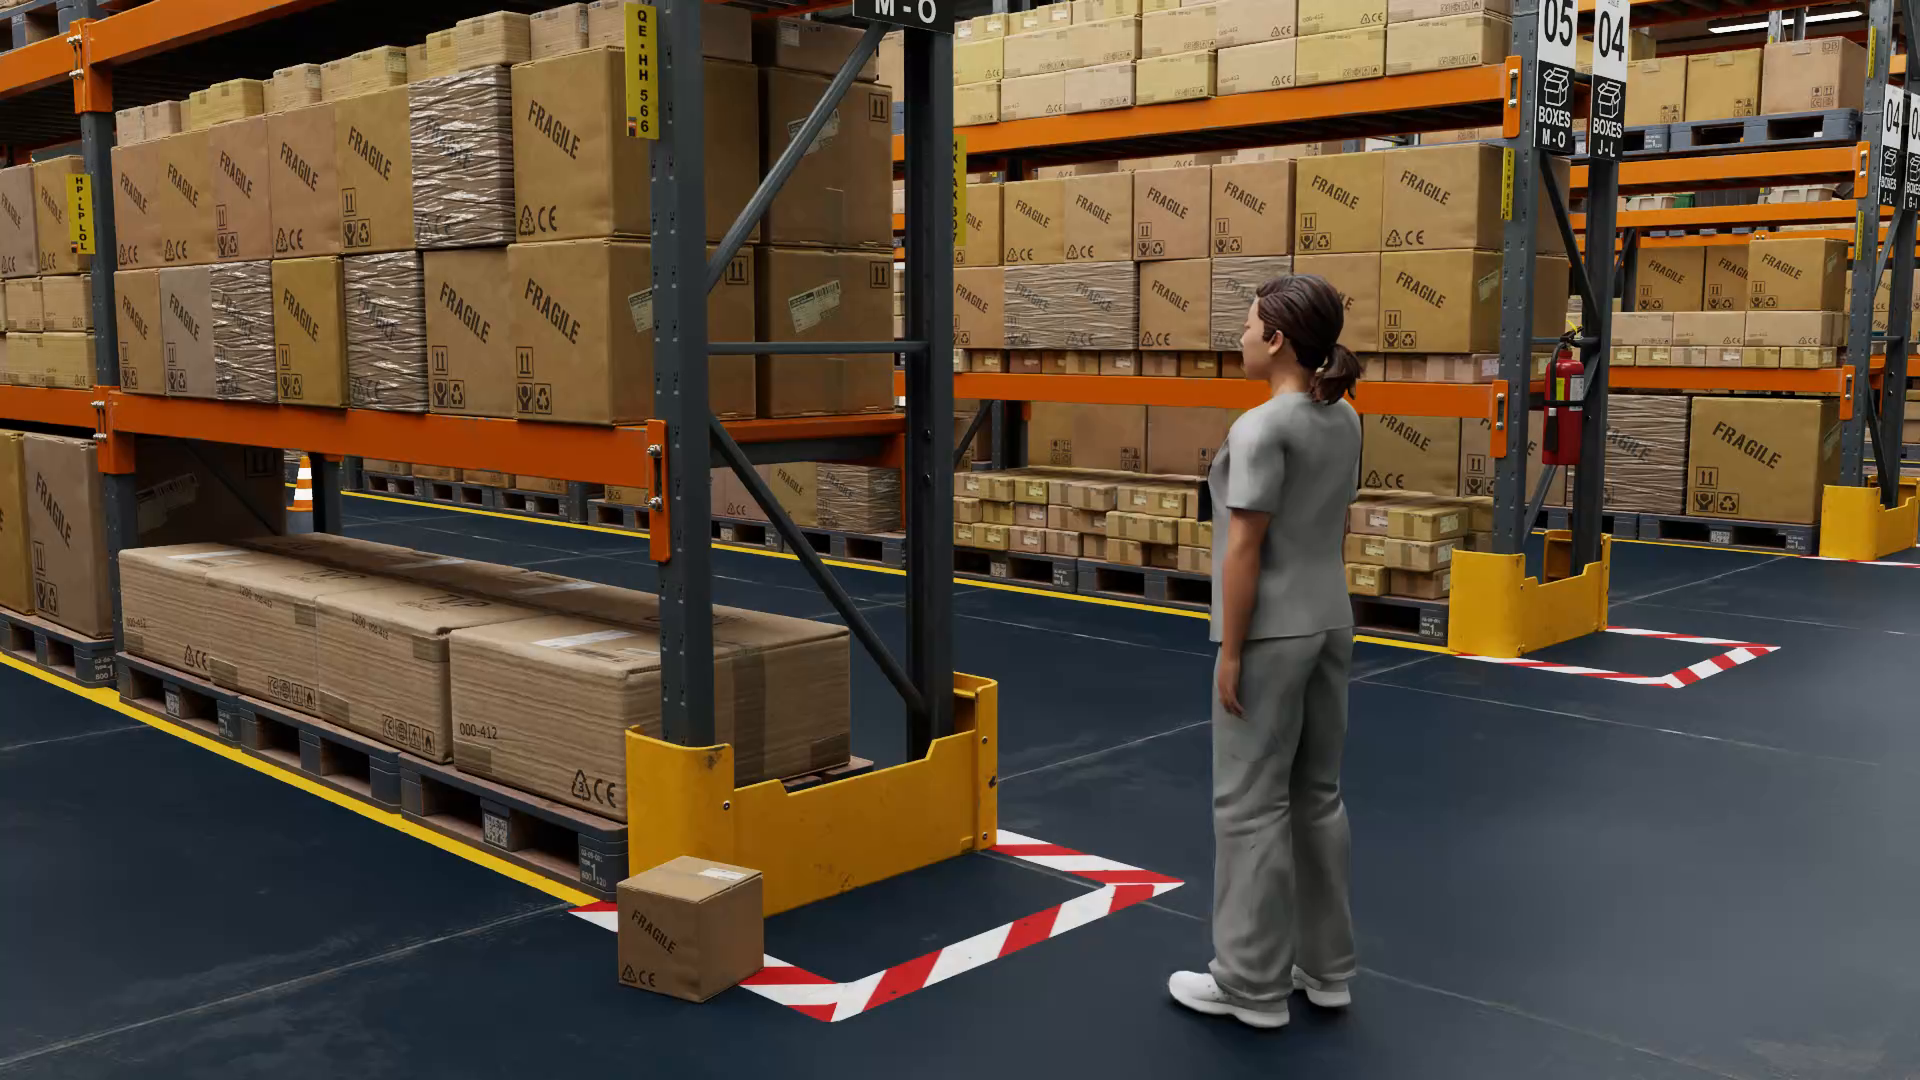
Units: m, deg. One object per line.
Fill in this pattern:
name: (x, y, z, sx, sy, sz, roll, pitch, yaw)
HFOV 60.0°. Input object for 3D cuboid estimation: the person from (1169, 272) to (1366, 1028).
person: (0.711, 0.245, 3.746, 0.390, 1.676, 0.453, 7, 10, 44)
